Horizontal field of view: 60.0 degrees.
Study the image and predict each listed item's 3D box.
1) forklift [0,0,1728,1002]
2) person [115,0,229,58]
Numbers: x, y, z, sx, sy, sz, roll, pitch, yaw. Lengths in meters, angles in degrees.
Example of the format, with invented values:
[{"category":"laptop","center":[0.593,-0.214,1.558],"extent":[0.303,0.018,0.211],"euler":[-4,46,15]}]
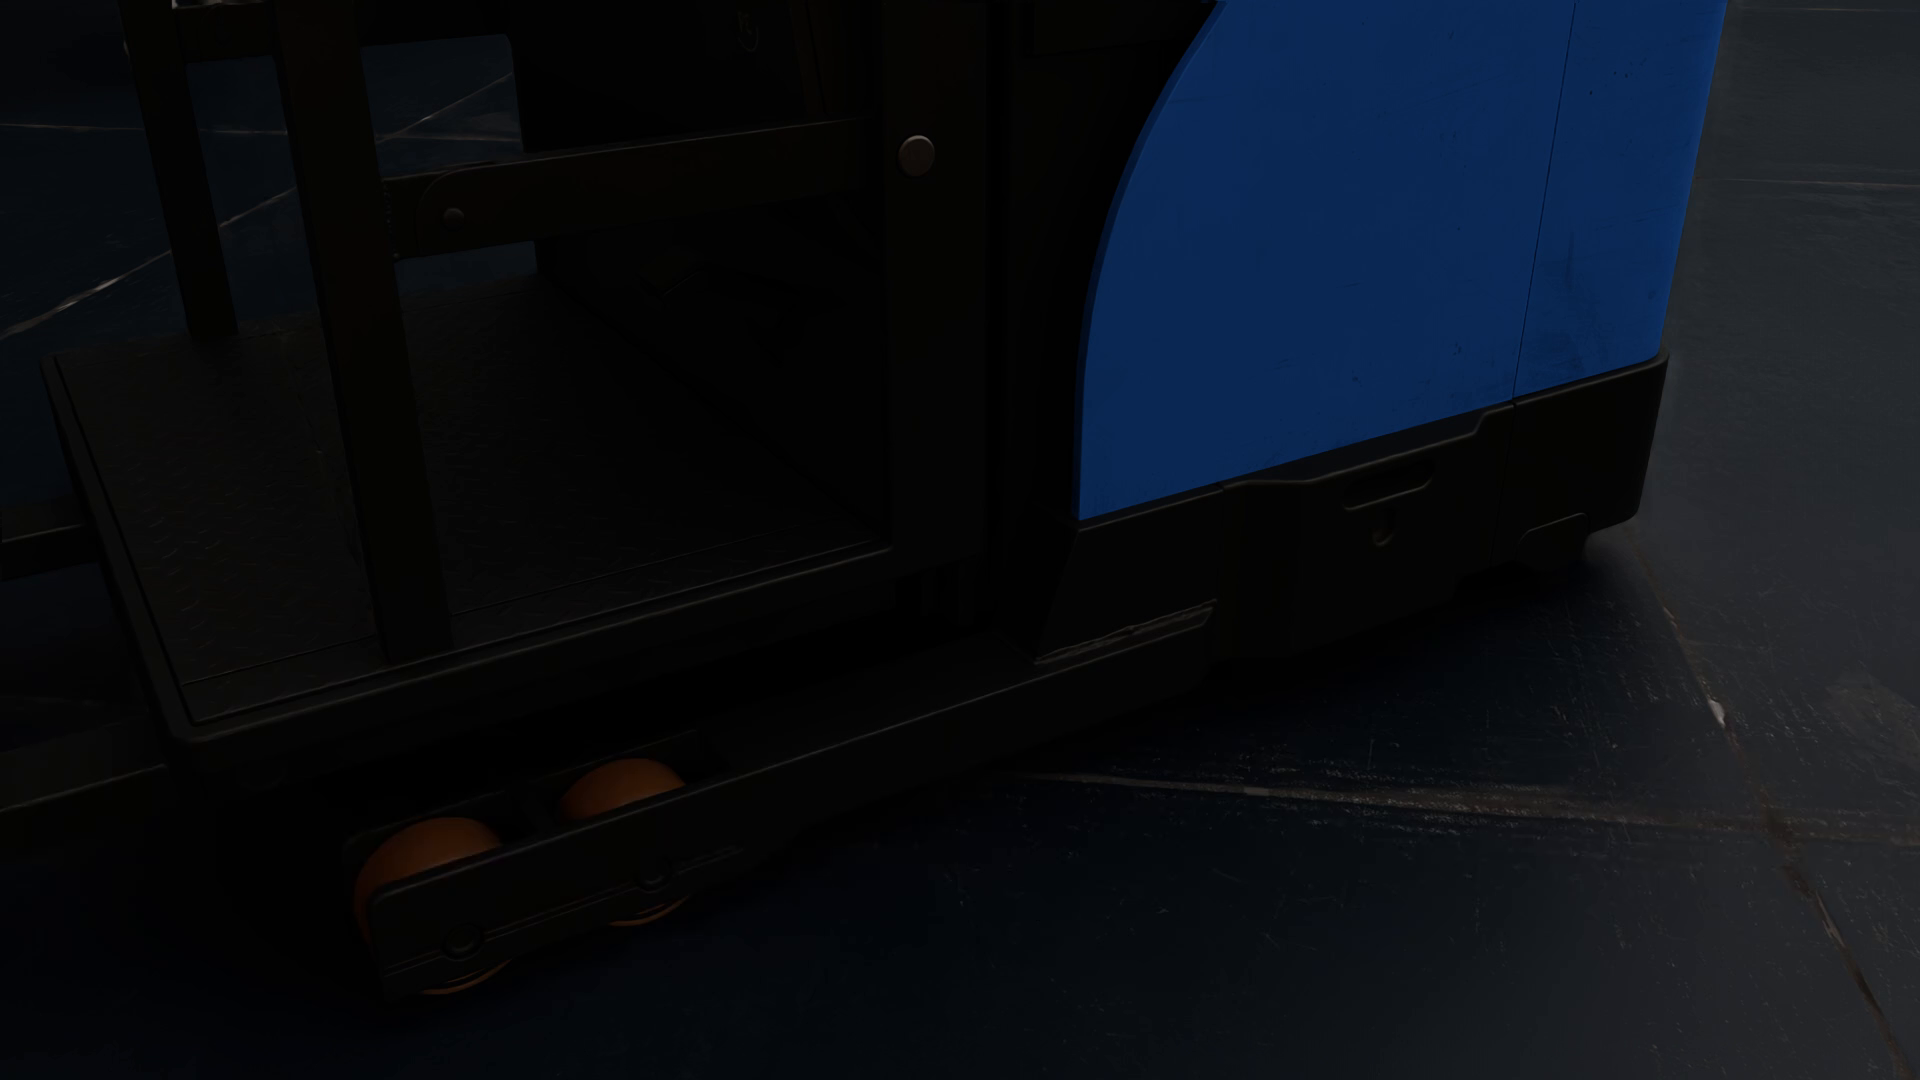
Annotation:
[{"category":"forklift","center":[-0.523,-1.141,1.503],"extent":[3.031,2.935,1.130],"euler":[-15,30,-28]},{"category":"person","center":[-2.785,-2.456,5.760],"extent":[0.561,1.693,1.156],"euler":[3,27,5]}]
